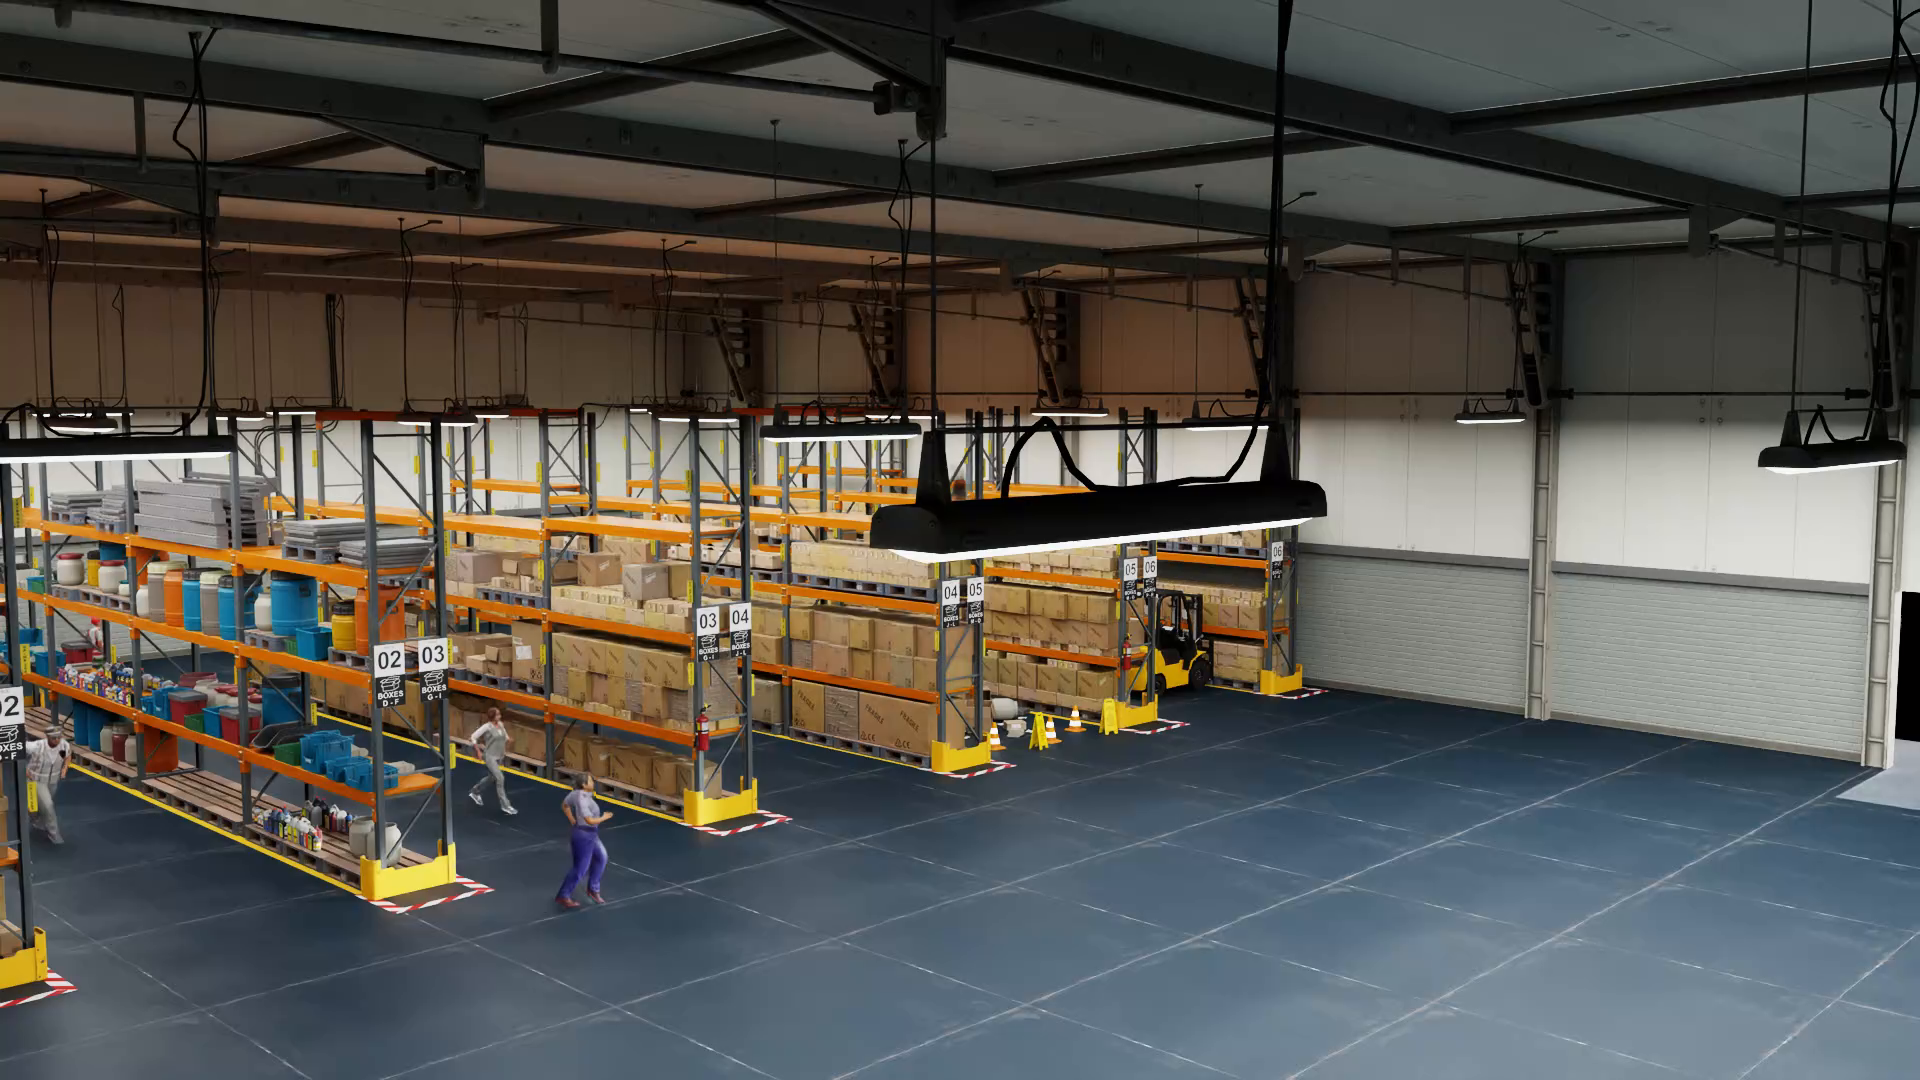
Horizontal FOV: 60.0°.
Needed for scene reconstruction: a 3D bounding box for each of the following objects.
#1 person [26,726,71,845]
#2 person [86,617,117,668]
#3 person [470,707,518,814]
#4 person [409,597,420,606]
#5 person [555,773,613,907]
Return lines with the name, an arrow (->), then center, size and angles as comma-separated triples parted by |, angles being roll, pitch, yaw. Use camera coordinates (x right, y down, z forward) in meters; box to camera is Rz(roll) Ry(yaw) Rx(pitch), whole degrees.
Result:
person -> -13.011, 3.441, 23.567 | 1.029, 1.720, 0.704 | 4, 6, 38
person -> -17.880, 2.413, 34.490 | 0.656, 1.741, 0.627 | 4, 6, 38
person -> -7.039, 3.293, 25.005 | 0.883, 1.596, 0.529 | 2, 5, 21
person -> -12.788, 2.096, 38.815 | 0.674, 1.654, 0.626 | 2, 5, 18
person -> -4.630, 3.707, 20.445 | 0.725, 1.710, 0.637 | -2, 5, -17
